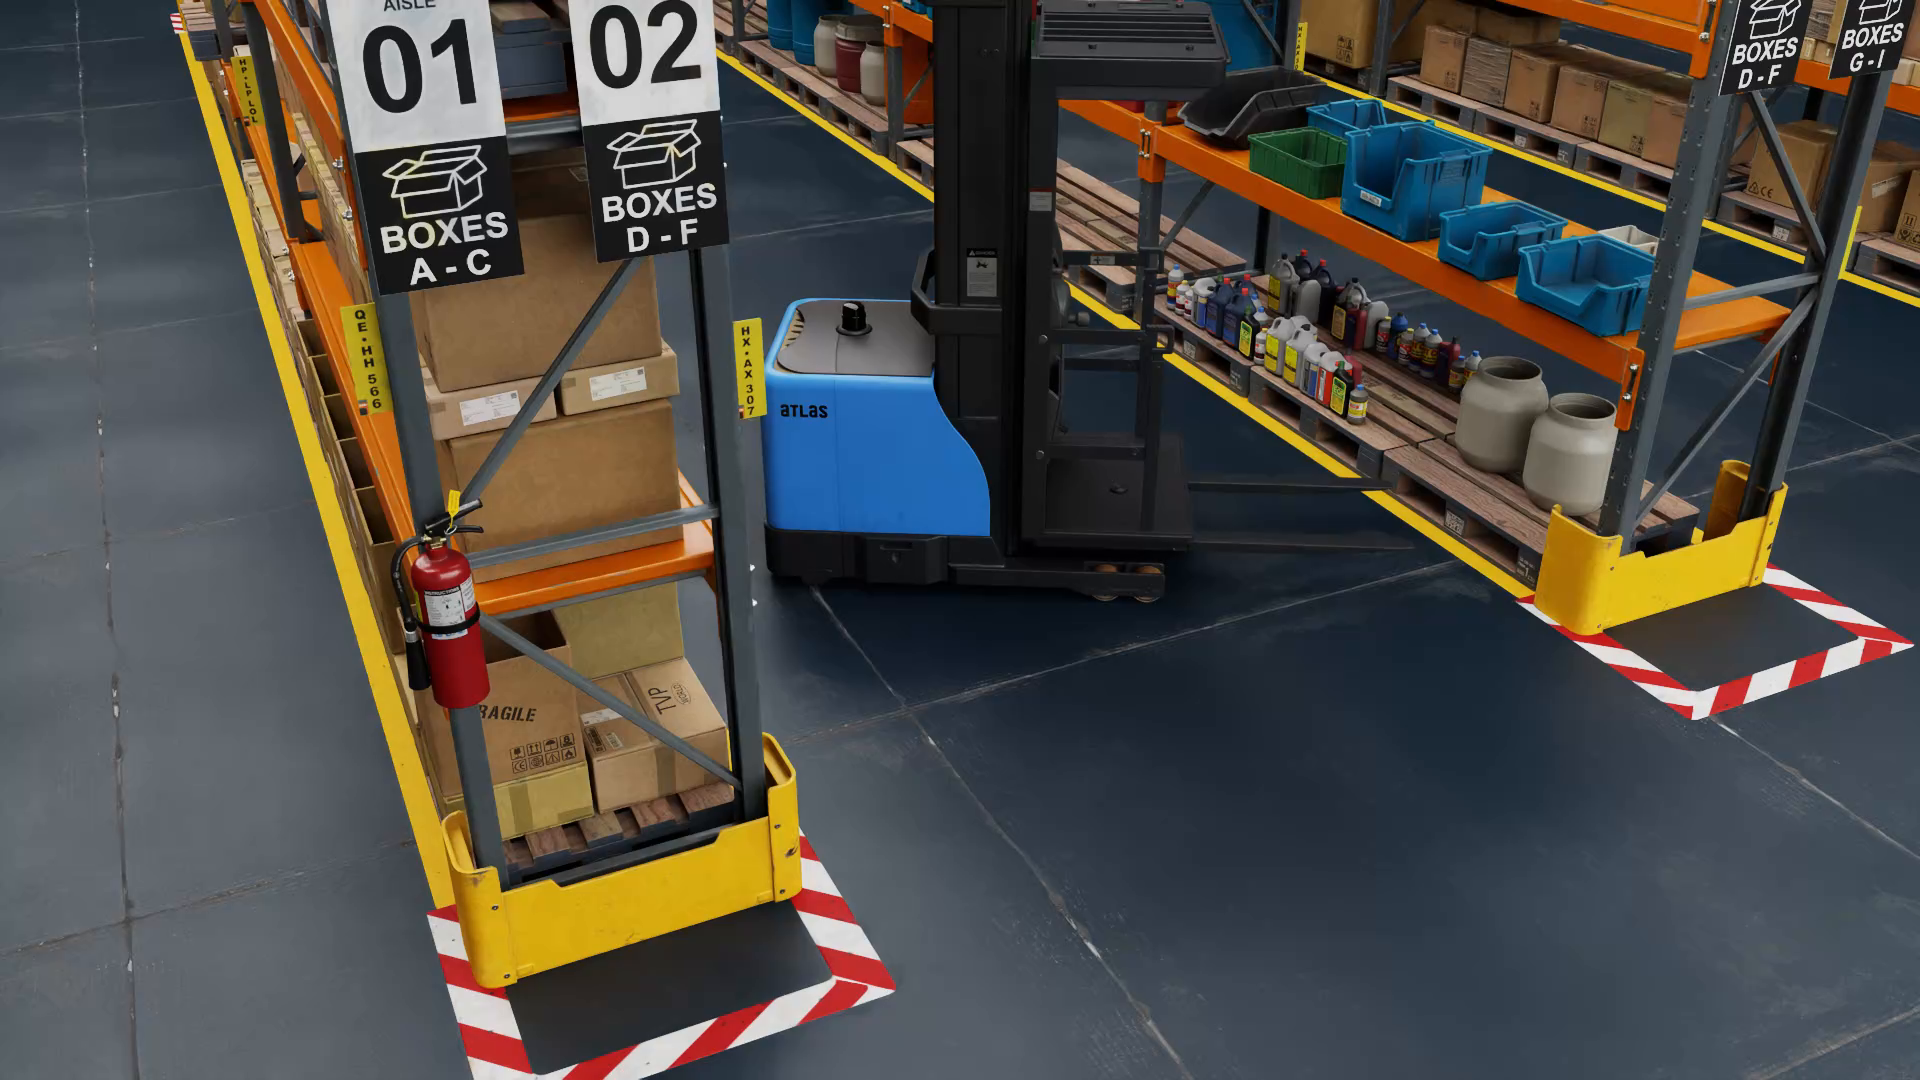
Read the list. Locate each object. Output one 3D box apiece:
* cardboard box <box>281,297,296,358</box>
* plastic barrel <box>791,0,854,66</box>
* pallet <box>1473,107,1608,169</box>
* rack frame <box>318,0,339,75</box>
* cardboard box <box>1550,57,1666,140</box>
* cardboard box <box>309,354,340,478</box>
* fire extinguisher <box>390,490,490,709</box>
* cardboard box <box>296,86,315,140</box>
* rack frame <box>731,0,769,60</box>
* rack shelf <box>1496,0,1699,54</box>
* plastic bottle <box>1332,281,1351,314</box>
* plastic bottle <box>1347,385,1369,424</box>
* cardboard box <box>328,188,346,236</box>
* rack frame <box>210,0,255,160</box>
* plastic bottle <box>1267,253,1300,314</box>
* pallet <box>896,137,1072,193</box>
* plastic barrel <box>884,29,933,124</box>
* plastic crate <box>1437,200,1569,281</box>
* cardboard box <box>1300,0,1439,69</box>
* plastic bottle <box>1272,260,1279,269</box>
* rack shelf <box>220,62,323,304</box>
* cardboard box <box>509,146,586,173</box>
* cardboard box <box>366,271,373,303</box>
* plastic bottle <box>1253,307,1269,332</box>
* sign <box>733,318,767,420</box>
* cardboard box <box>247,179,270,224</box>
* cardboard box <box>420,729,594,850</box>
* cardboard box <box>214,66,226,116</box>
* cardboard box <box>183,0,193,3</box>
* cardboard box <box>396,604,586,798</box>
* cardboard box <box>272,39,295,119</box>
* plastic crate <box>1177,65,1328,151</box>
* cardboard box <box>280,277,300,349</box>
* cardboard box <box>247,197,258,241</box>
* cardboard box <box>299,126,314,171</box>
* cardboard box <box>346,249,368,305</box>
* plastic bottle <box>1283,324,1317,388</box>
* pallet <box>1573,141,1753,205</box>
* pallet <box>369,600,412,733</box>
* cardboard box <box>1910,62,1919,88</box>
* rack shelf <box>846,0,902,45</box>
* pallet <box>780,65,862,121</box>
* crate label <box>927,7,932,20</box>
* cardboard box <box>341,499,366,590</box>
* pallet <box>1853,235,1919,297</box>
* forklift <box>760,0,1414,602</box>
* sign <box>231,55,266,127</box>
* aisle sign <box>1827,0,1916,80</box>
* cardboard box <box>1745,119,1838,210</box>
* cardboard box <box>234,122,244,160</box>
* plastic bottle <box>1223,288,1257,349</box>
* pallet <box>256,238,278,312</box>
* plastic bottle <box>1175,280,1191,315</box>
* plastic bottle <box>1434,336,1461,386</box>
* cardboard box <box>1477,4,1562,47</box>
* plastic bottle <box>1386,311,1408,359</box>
[{"bbox_3d":[-3.753,-1.326,9.931,0.500,0.250,0.500,-12,32,-21],"label":"cardboard box"},{"bbox_3d":[-1.314,-5.054,15.912,0.600,0.901,0.708,-13,32,-22],"label":"plastic barrel"},{"bbox_3d":[5.208,-3.516,14.304,1.003,0.211,1.213,-13,32,-22],"label":"pallet"},{"bbox_3d":[-1.160,-2.620,3.722,1.000,3.000,0.127,-13,32,-22],"label":"rack frame"},{"bbox_3d":[5.399,-3.688,13.866,0.700,0.500,0.500,-16,33,-26],"label":"cardboard box"},{"bbox_3d":[-2.739,-0.592,7.853,0.500,0.500,0.500,-13,32,-22],"label":"cardboard box"},{"bbox_3d":[-1.529,0.180,4.941,0.296,0.674,0.183,-13,32,-22],"label":"fire extinguisher"},{"bbox_3d":[-2.681,-2.185,7.652,0.700,0.500,0.500,-13,32,-22],"label":"cardboard box"},{"bbox_3d":[-1.836,-6.343,16.495,1.000,3.000,0.127,-13,32,-22],"label":"rack frame"},{"bbox_3d":[5.213,-4.419,13.799,1.077,0.370,4.000,-13,32,-22],"label":"rack shelf"},{"bbox_3d":[2.325,-1.444,10.086,0.061,0.283,0.133,-11,31,-19],"label":"plastic bottle"},{"bbox_3d":[2.131,-0.733,8.901,0.097,0.201,0.097,0,29,0],"label":"plastic bottle"},{"bbox_3d":[-2.380,-1.369,6.860,0.380,0.149,0.250,-14,32,-23],"label":"cardboard box"},{"bbox_3d":[-4.594,-3.537,11.492,1.000,3.000,0.127,-13,32,-22],"label":"rack frame"},{"bbox_3d":[2.005,-1.591,10.279,0.144,0.351,0.185,-13,32,-22],"label":"plastic bottle"},{"bbox_3d":[0.178,-3.009,13.401,1.003,0.211,1.213,-13,32,-22],"label":"pallet"},{"bbox_3d":[-0.344,-4.025,14.151,0.600,0.830,0.708,-13,32,-22],"label":"plastic barrel"},{"bbox_3d":[2.557,-1.423,7.874,0.499,0.251,0.408,-13,32,-22],"label":"plastic crate"},{"bbox_3d":[4.077,-5.181,16.166,1.225,0.875,0.875,-15,32,-24],"label":"cardboard box"},{"bbox_3d":[2.035,-1.685,10.600,0.097,0.201,0.097,0,29,0],"label":"plastic bottle"},{"bbox_3d":[-3.736,-2.340,10.092,1.077,0.370,4.000,-13,32,-22],"label":"rack shelf"},{"bbox_3d":[-1.602,-1.077,5.674,0.700,0.500,0.500,-14,32,-23],"label":"cardboard box"},{"bbox_3d":[-1.939,-0.915,6.049,0.380,0.149,0.250,-12,31,-20],"label":"cardboard box"},{"bbox_3d":[1.748,-1.227,9.710,0.097,0.271,0.097,0,29,0],"label":"plastic bottle"},{"bbox_3d":[-0.656,-0.530,5.162,0.100,0.325,0.005,-13,32,-22],"label":"sign"},{"bbox_3d":[-4.402,-2.243,10.991,0.500,0.311,0.500,-14,32,-23],"label":"cardboard box"},{"bbox_3d":[-1.657,0.838,6.071,0.500,0.250,0.500,-13,32,-22],"label":"cardboard box"},{"bbox_3d":[-6.085,-3.908,14.258,0.500,0.500,0.500,-13,32,-21],"label":"cardboard box"},{"bbox_3d":[-7.837,-5.543,17.430,0.500,0.250,0.500,-13,32,-22],"label":"cardboard box"},{"bbox_3d":[-1.659,0.511,5.887,0.500,0.500,0.500,-13,32,-22],"label":"cardboard box"},{"bbox_3d":[-3.859,-2.843,10.151,0.500,0.500,0.500,-15,33,-25],"label":"cardboard box"},{"bbox_3d":[1.708,-2.524,9.748,0.767,0.338,0.504,-13,32,-22],"label":"plastic crate"},{"bbox_3d":[-3.539,-1.346,9.392,0.500,0.311,0.500,-12,32,-21],"label":"cardboard box"},{"bbox_3d":[-4.635,-2.228,11.539,0.500,0.250,0.500,-13,32,-22],"label":"cardboard box"},{"bbox_3d":[-2.829,-1.827,7.676,0.380,0.149,0.250,-13,32,-21],"label":"cardboard box"},{"bbox_3d":[-2.237,-1.165,7.159,0.700,0.500,0.500,-13,32,-21],"label":"cardboard box"},{"bbox_3d":[1.913,-1.048,9.311,0.144,0.351,0.185,-12,31,-20],"label":"plastic bottle"},{"bbox_3d":[5.736,-2.976,13.342,1.003,0.211,1.213,-13,32,-22],"label":"pallet"},{"bbox_3d":[-2.046,0.345,7.418,1.003,0.211,1.213,-13,32,-22],"label":"pallet"},{"bbox_3d":[6.451,-3.034,10.851,0.380,0.149,0.250,-13,32,-22],"label":"cardboard box"},{"bbox_3d":[-0.978,-5.146,15.095,1.077,0.370,4.000,-13,32,-22],"label":"rack shelf"},{"bbox_3d":[-1.015,-4.237,15.591,1.003,0.211,1.213,-13,32,-22],"label":"pallet"},{"bbox_3d":[0.063,-4.096,12.451,0.502,0.435,0.616,-13,32,-22],"label":"crate label"},{"bbox_3d":[-2.532,-0.042,7.640,0.500,0.250,0.500,-13,32,-22],"label":"cardboard box"},{"bbox_3d":[6.919,-1.804,11.251,1.003,0.211,1.213,-13,32,-22],"label":"pallet"},{"bbox_3d":[0.622,-1.259,7.498,3.031,2.935,1.130,2,29,3],"label":"forklift"},{"bbox_3d":[-3.363,-2.123,7.866,0.100,0.325,0.005,-13,32,-22],"label":"sign"},{"bbox_3d":[3.611,-2.206,6.459,0.394,0.787,0.004,-13,32,-22],"label":"aisle sign"},{"bbox_3d":[6.207,-2.757,12.226,0.500,0.500,0.500,-14,32,-23],"label":"cardboard box"},{"bbox_3d":[-5.208,-3.003,12.644,0.500,0.500,0.500,-12,31,-20],"label":"cardboard box"},{"bbox_3d":[1.651,-1.318,9.793,0.144,0.351,0.185,-15,32,-24],"label":"plastic bottle"},{"bbox_3d":[-4.276,-1.949,11.511,1.003,0.211,1.213,-13,32,-22],"label":"pallet"},{"bbox_3d":[1.383,-1.503,10.274,0.097,0.201,0.097,0,29,0],"label":"plastic bottle"},{"bbox_3d":[2.738,-1.019,9.328,0.061,0.283,0.133,-13,32,-21],"label":"plastic bottle"},{"bbox_3d":[4.906,-4.523,14.588,0.500,0.250,0.500,-9,31,-16],"label":"cardboard box"},{"bbox_3d":[2.541,-1.195,9.654,0.097,0.271,0.097,0,29,0],"label":"plastic bottle"}]
